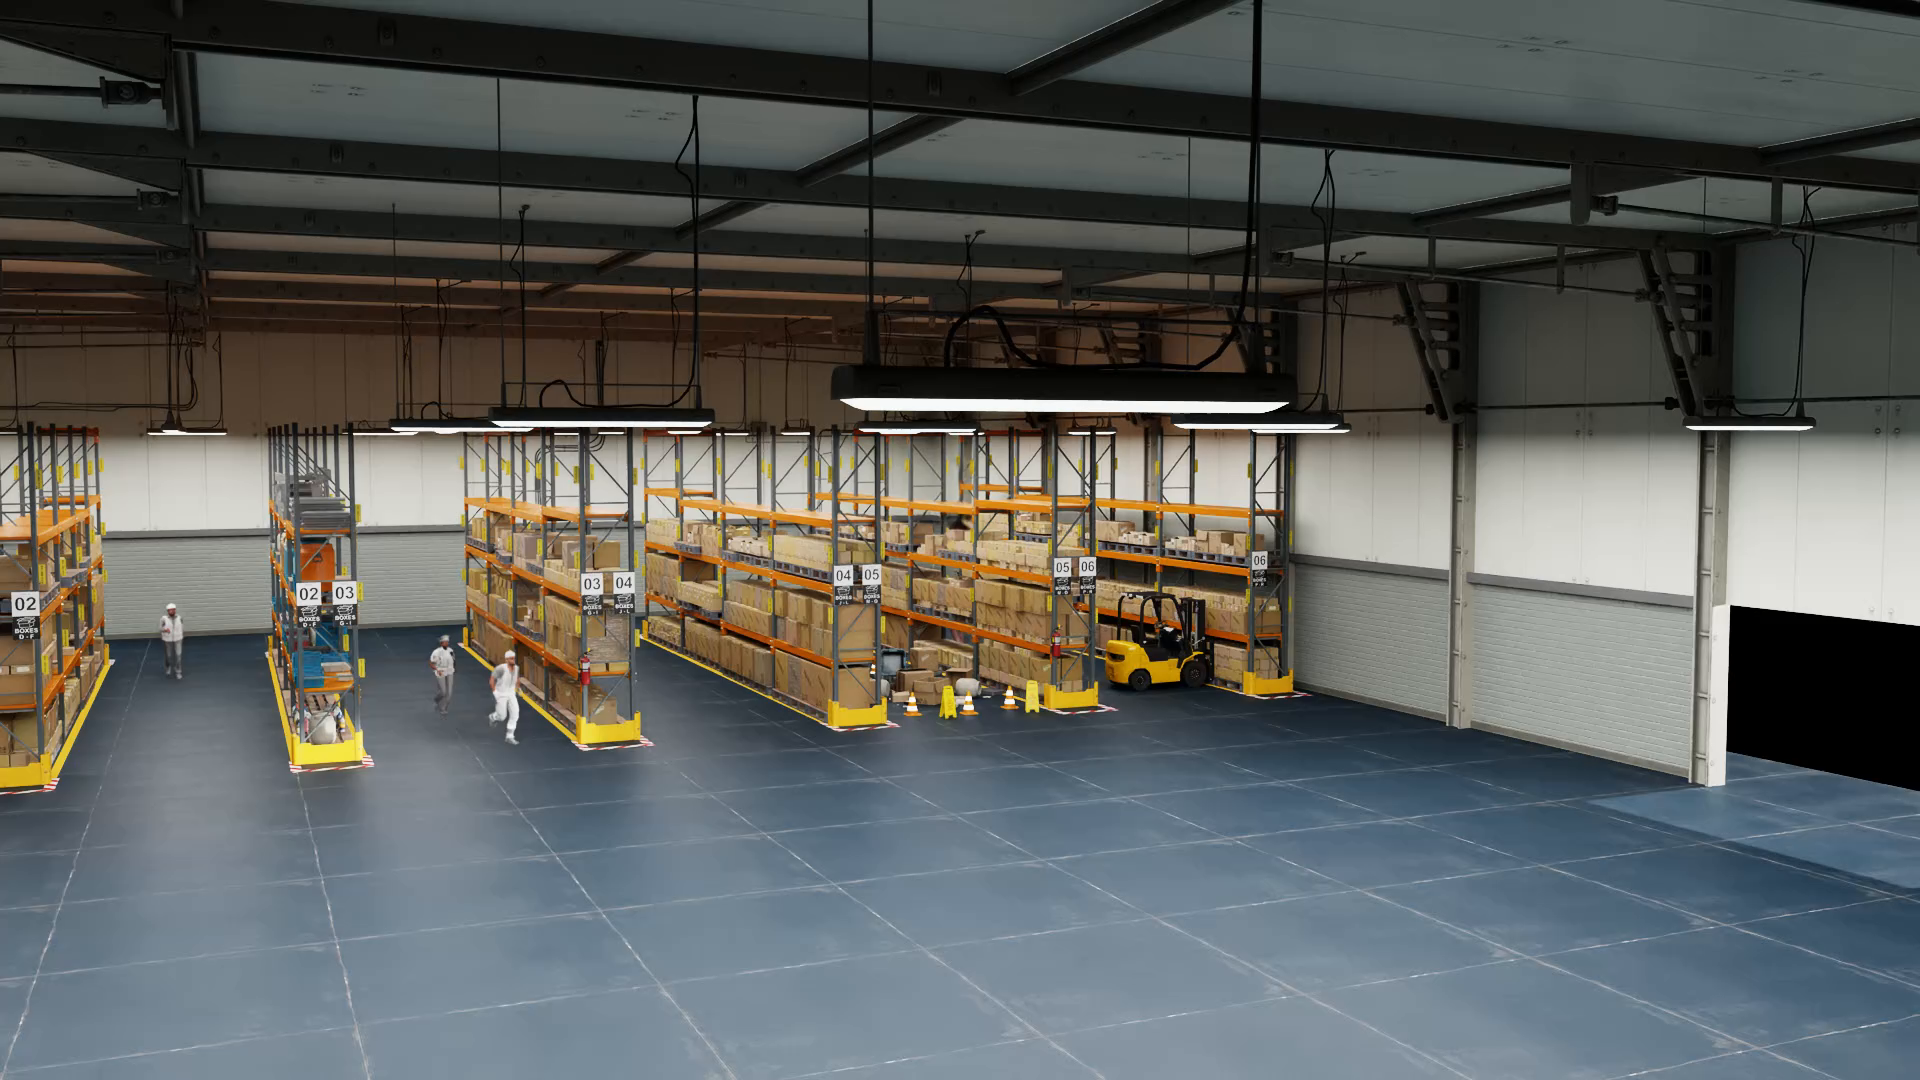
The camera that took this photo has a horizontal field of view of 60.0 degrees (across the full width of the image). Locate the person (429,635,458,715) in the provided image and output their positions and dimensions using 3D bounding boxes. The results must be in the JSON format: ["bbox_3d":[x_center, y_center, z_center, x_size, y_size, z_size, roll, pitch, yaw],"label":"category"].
[{"bbox_3d":[-10.686,2.788,34.471,0.549,1.654,0.555,3,5,45],"label":"person"}]

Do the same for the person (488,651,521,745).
[{"bbox_3d":[-8.602,2.950,31.407,0.895,1.759,0.662,3,5,43],"label":"person"}]

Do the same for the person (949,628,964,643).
[{"bbox_3d":[-0.038,2.160,45.015,0.587,1.608,0.599,-2,4,-23],"label":"person"}]

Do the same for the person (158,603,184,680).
[{"bbox_3d":[-18.827,2.403,39.709,0.610,1.805,0.889,-2,4,-31],"label":"person"}]
